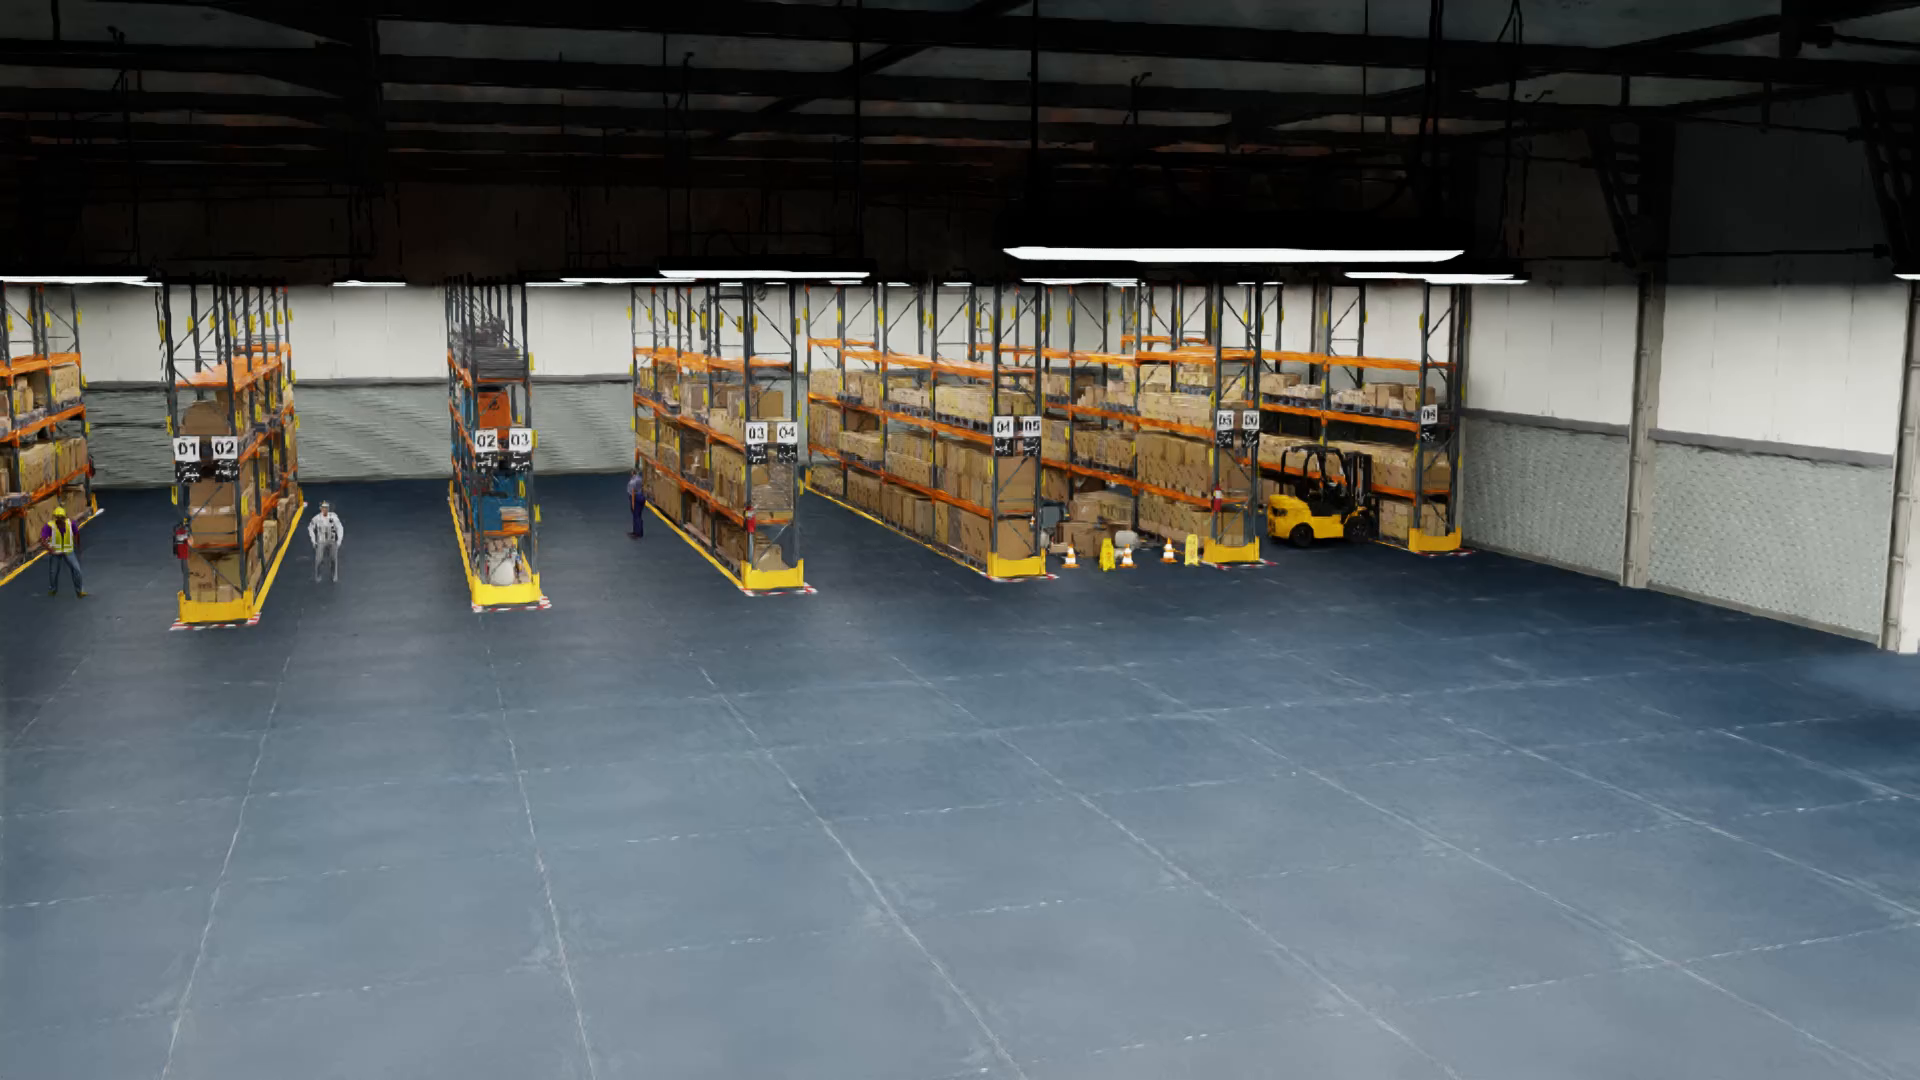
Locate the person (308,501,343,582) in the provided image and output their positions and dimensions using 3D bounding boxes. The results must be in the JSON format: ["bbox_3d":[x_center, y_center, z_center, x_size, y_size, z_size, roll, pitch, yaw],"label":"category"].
[{"bbox_3d":[-12.415,0.023,32.581,0.639,1.632,0.506,-3,9,-21],"label":"person"}]

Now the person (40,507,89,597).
[{"bbox_3d":[-16.756,0.211,31.027,0.708,1.703,0.842,-6,11,-35],"label":"person"}]

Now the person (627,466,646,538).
[{"bbox_3d":[-7.533,-0.890,38.507,0.468,1.637,0.523,2,9,12],"label":"person"}]

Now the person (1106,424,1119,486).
[{"bbox_3d":[4.338,-2.484,48.484,0.604,1.775,0.657,0,9,-2],"label":"person"}]
